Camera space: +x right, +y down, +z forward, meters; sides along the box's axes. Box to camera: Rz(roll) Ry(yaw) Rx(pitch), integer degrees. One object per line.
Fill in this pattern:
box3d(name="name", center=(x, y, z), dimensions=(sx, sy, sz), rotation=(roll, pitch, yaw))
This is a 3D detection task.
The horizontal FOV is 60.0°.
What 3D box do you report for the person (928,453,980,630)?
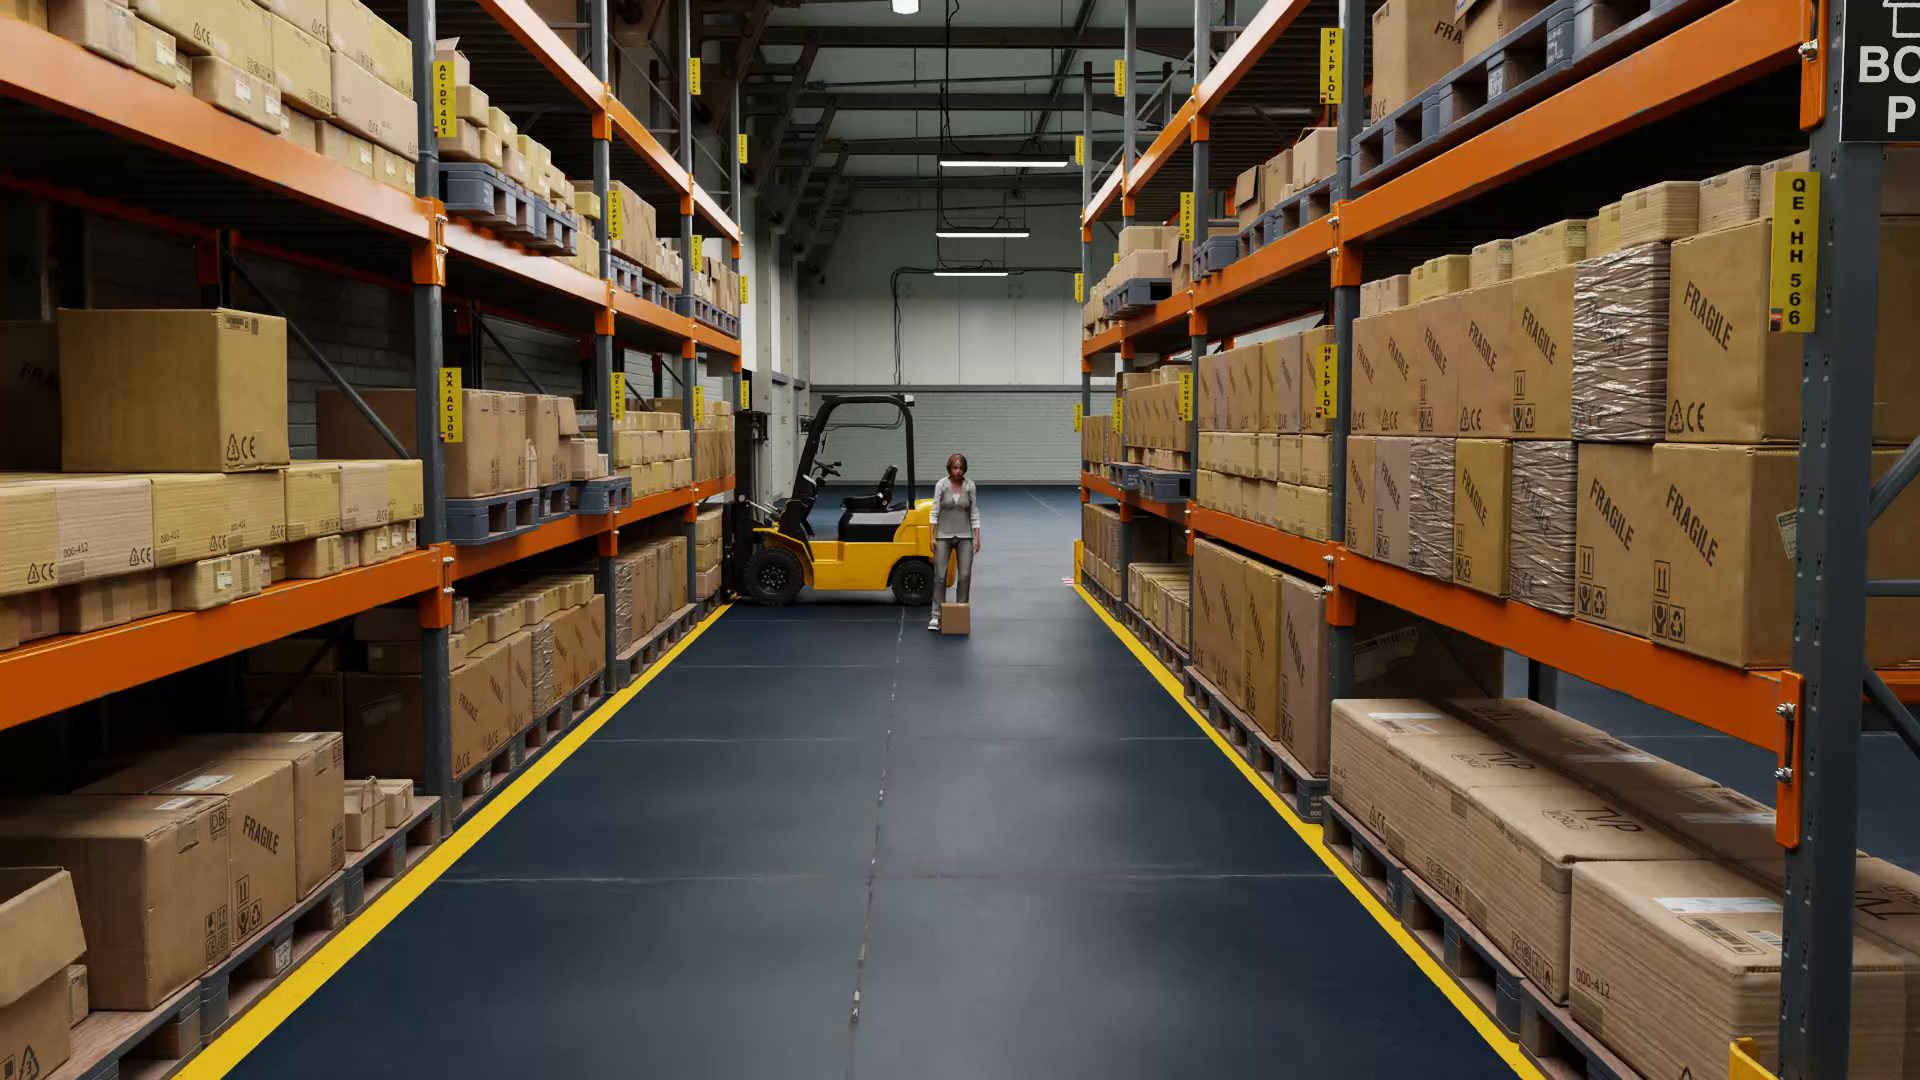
box3d(name="person", center=(-0.053, 0.014, 15.026), dimensions=(0.485, 1.593, 0.374), rotation=(0, 4, -5))
